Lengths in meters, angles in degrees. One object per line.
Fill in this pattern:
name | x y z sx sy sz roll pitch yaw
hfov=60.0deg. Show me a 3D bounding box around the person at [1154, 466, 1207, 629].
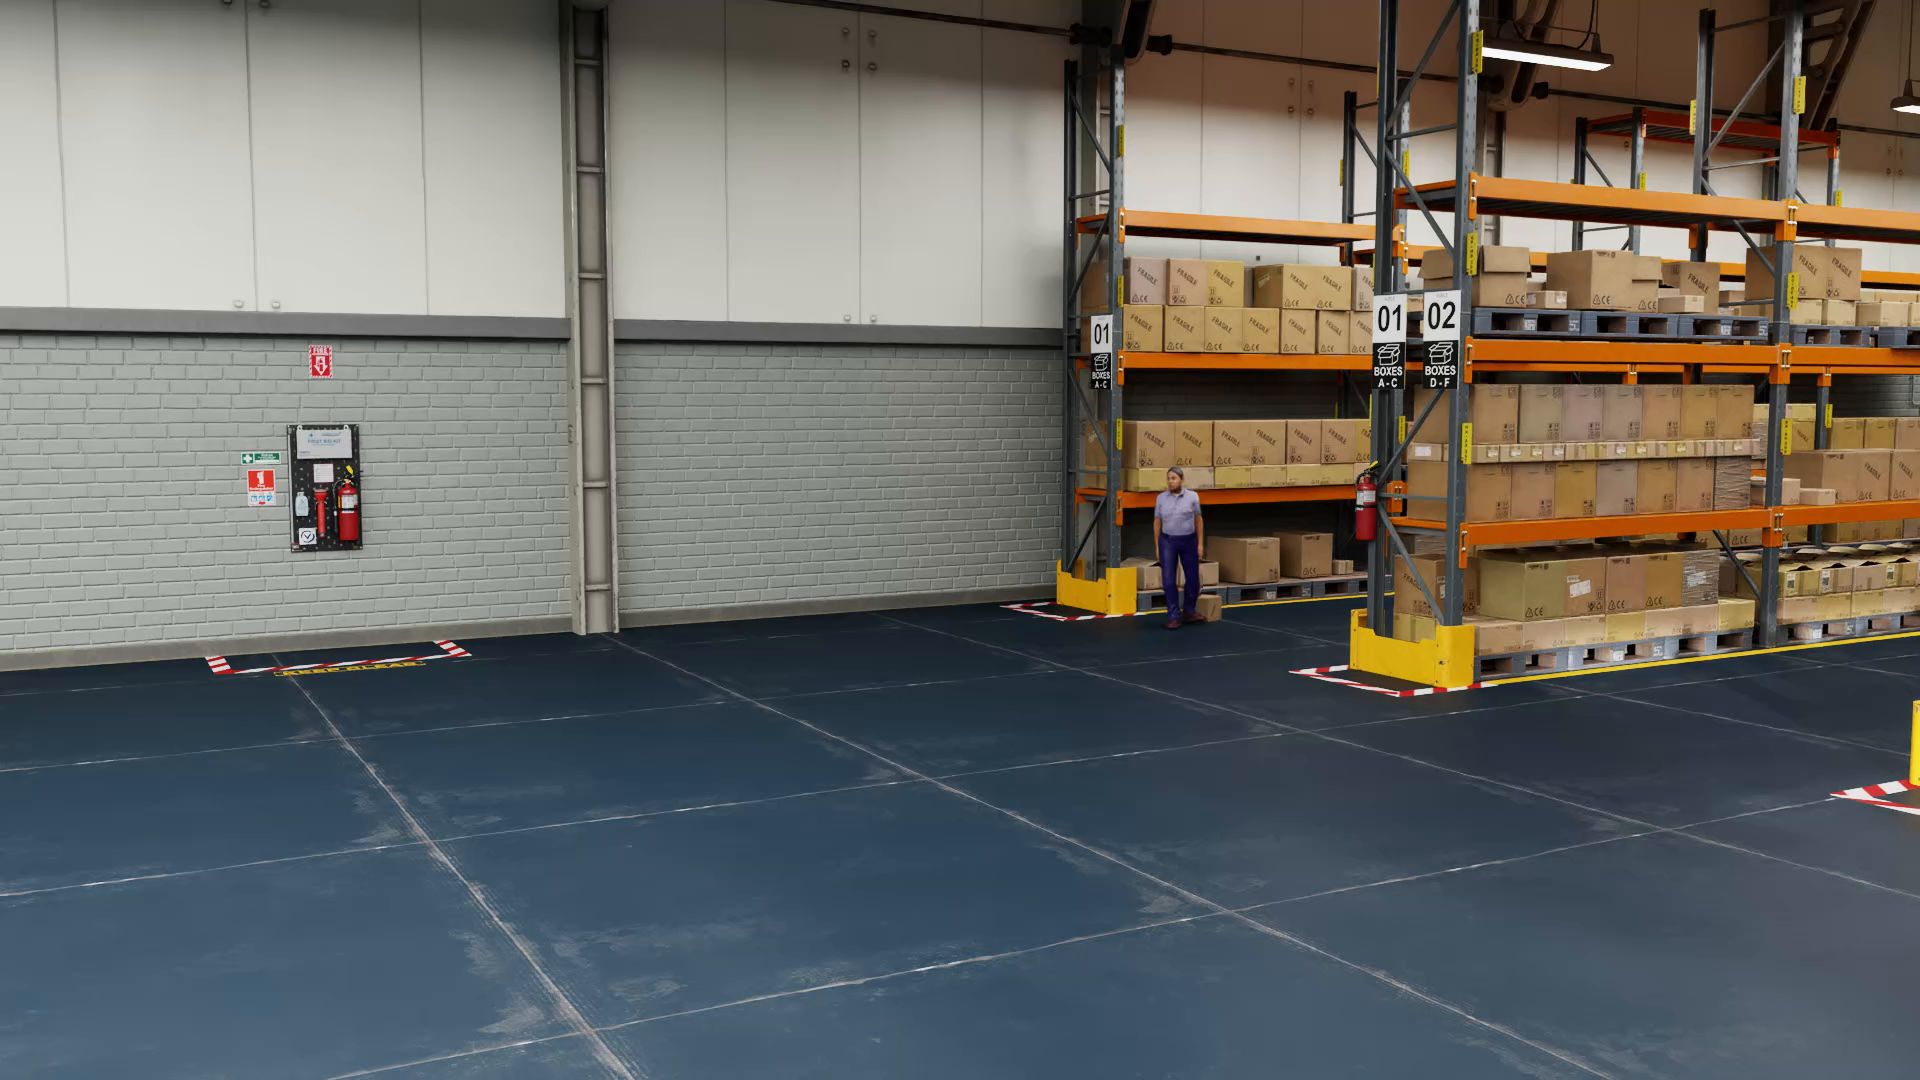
person | 2.245 0.069 16.908 0.549 1.620 0.558 1 5 8
